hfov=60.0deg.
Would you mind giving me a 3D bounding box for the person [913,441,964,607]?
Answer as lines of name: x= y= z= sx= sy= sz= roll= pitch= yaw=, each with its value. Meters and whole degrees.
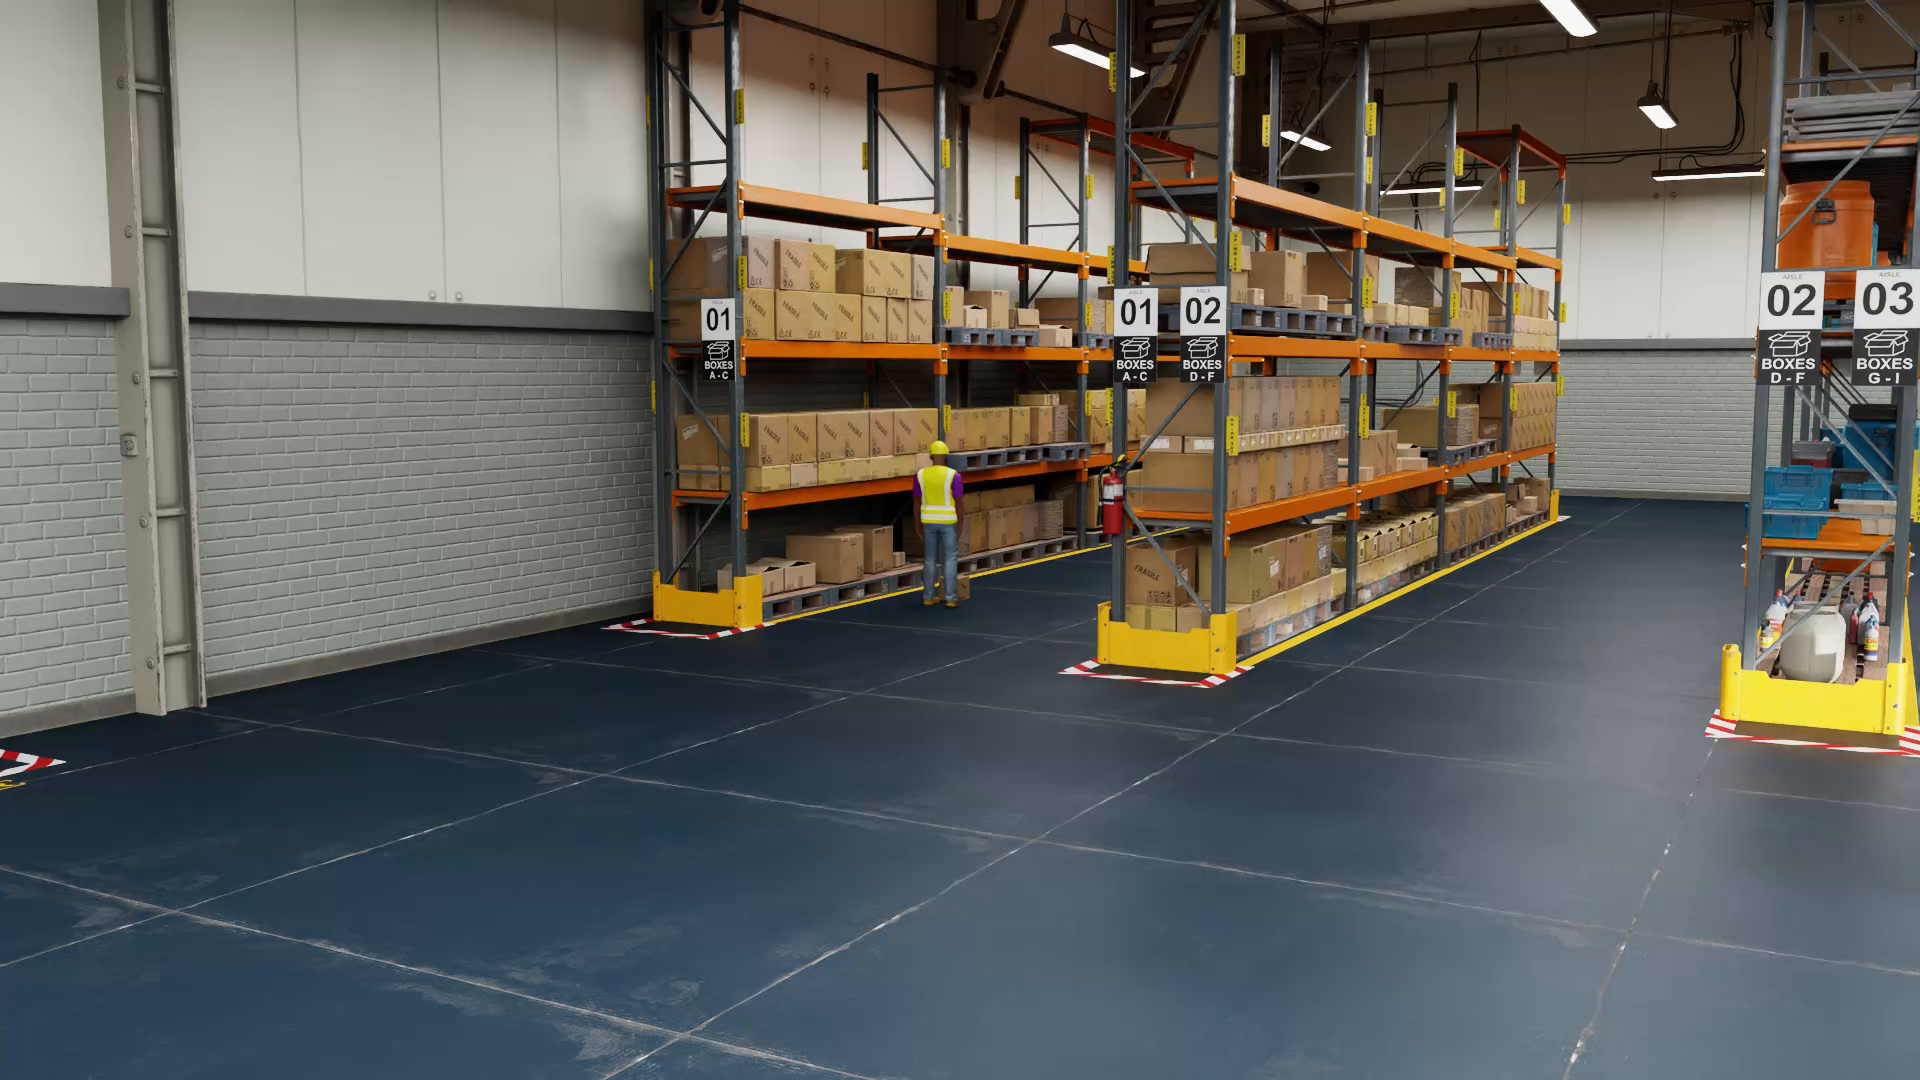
person: x=-0.216 y=-0.167 z=17.765 sx=0.565 sy=1.785 sz=0.396 roll=2 pitch=6 yaw=18
